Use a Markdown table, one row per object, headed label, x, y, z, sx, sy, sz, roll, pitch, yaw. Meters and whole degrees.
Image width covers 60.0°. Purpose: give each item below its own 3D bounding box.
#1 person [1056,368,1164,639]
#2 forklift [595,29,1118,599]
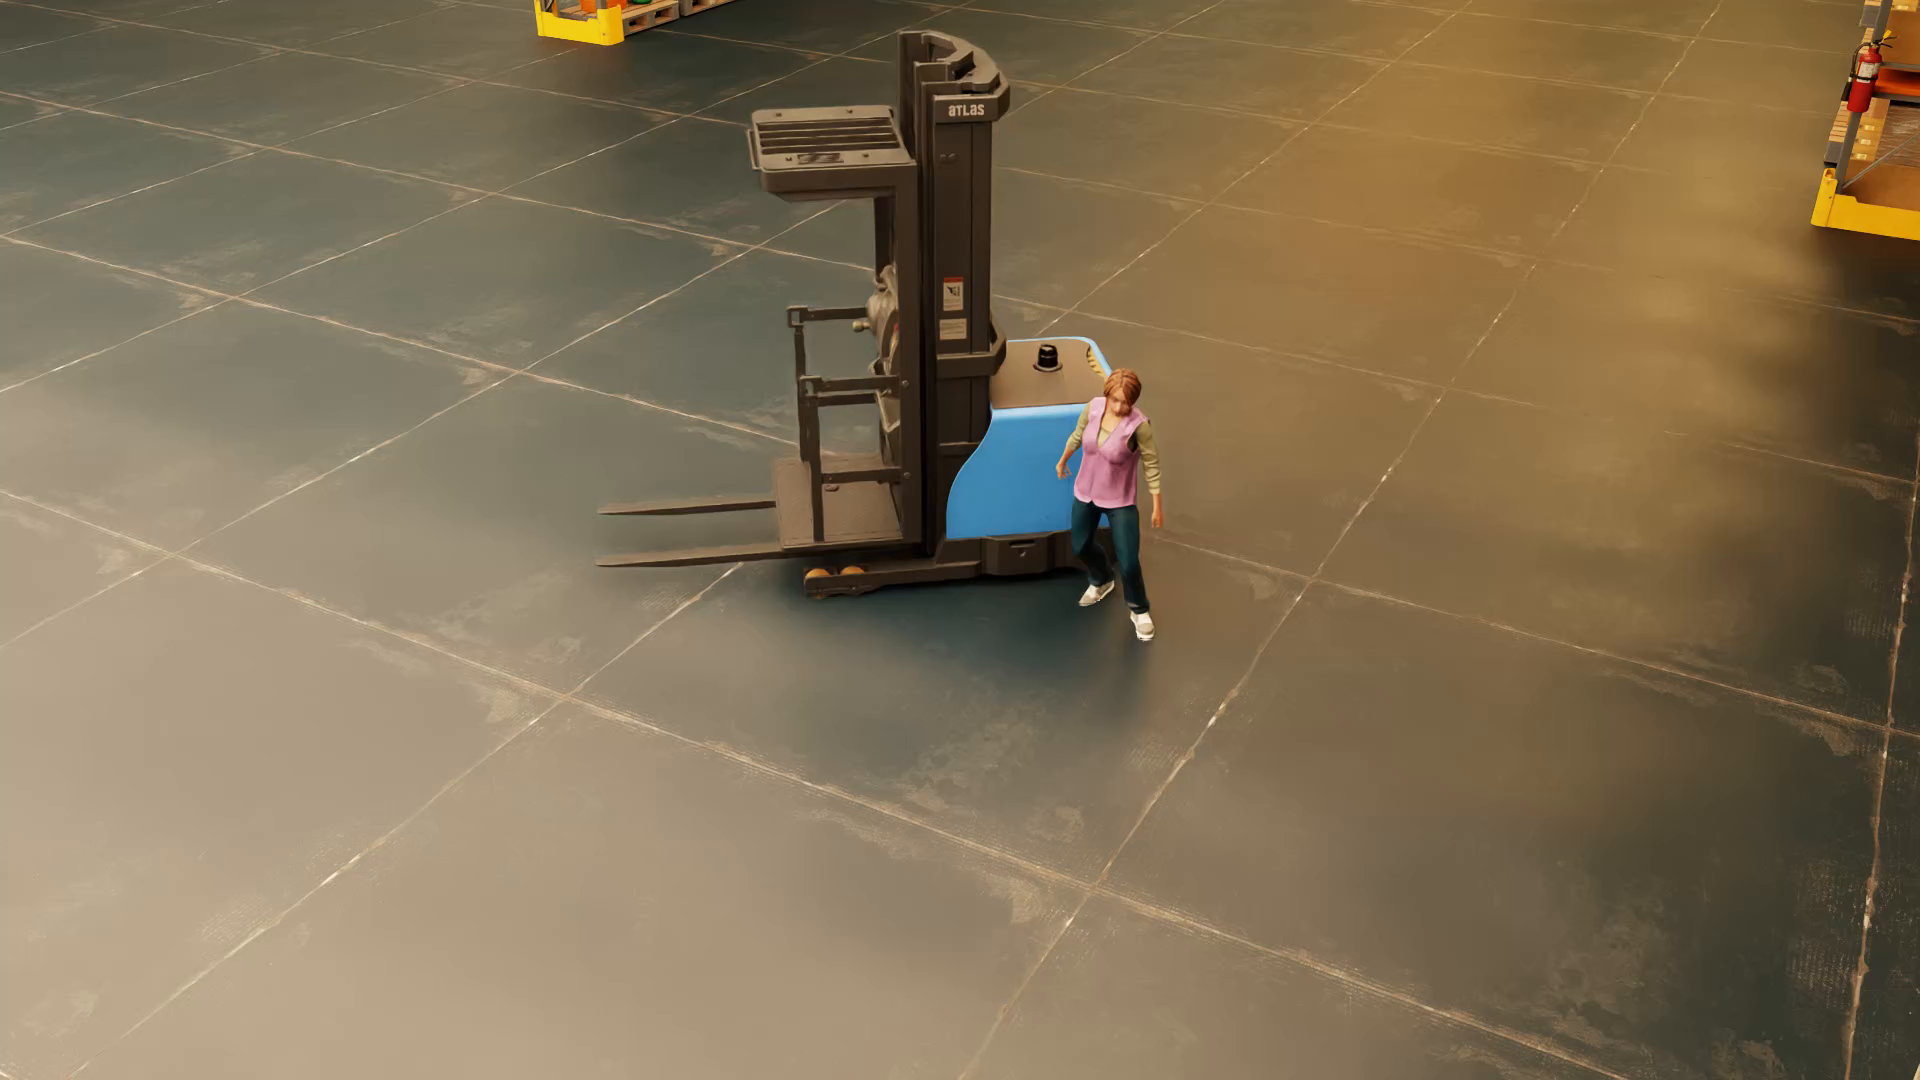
| label | x | y | z | sx | sy | sz | roll | pitch | yaw |
| --- | --- | --- | --- | --- | --- | --- | --- | --- | --- |
| person | 0.816 | -0.254 | 8.954 | 0.735 | 1.561 | 0.429 | 21 | 36 | 32 |
| forklift | -0.603 | -1.220 | 9.184 | 3.031 | 2.935 | 1.130 | -5 | 30 | -8 |
